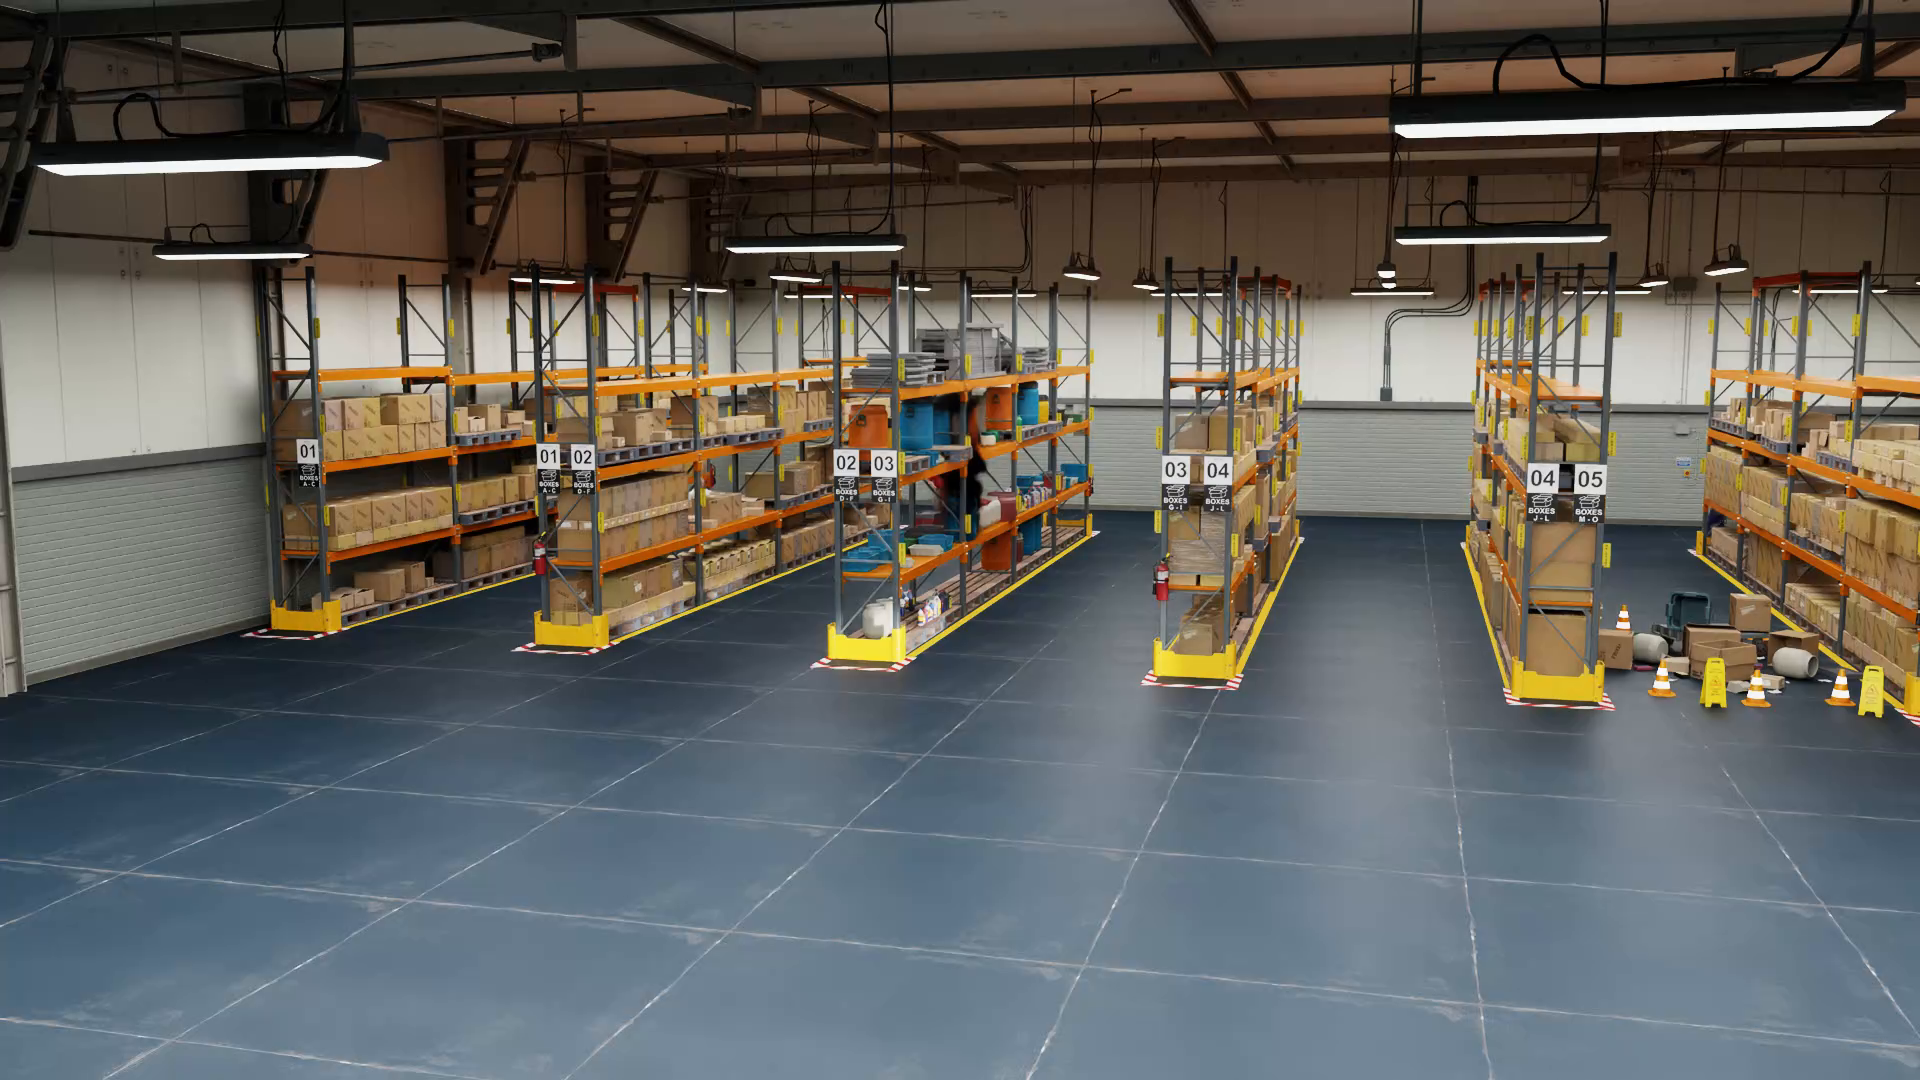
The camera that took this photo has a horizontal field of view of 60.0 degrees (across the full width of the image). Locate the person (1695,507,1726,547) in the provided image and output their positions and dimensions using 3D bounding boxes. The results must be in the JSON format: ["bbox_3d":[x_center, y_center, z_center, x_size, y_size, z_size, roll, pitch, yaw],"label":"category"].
[{"bbox_3d":[17.258,-0.605,37.945,0.818,1.672,0.696,4,8,28],"label":"person"}]

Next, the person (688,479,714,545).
[{"bbox_3d":[-5.616,-0.442,36.058,0.712,1.776,0.955,0,7,1],"label":"person"}]

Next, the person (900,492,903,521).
[{"bbox_3d":[-1.804,-1.242,43.632,0.561,1.511,0.657,-6,10,-40],"label":"person"}]

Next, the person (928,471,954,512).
[{"bbox_3d":[-0.474,-1.166,42.093,0.668,1.711,0.820,-1,7,-9],"label":"person"}]
